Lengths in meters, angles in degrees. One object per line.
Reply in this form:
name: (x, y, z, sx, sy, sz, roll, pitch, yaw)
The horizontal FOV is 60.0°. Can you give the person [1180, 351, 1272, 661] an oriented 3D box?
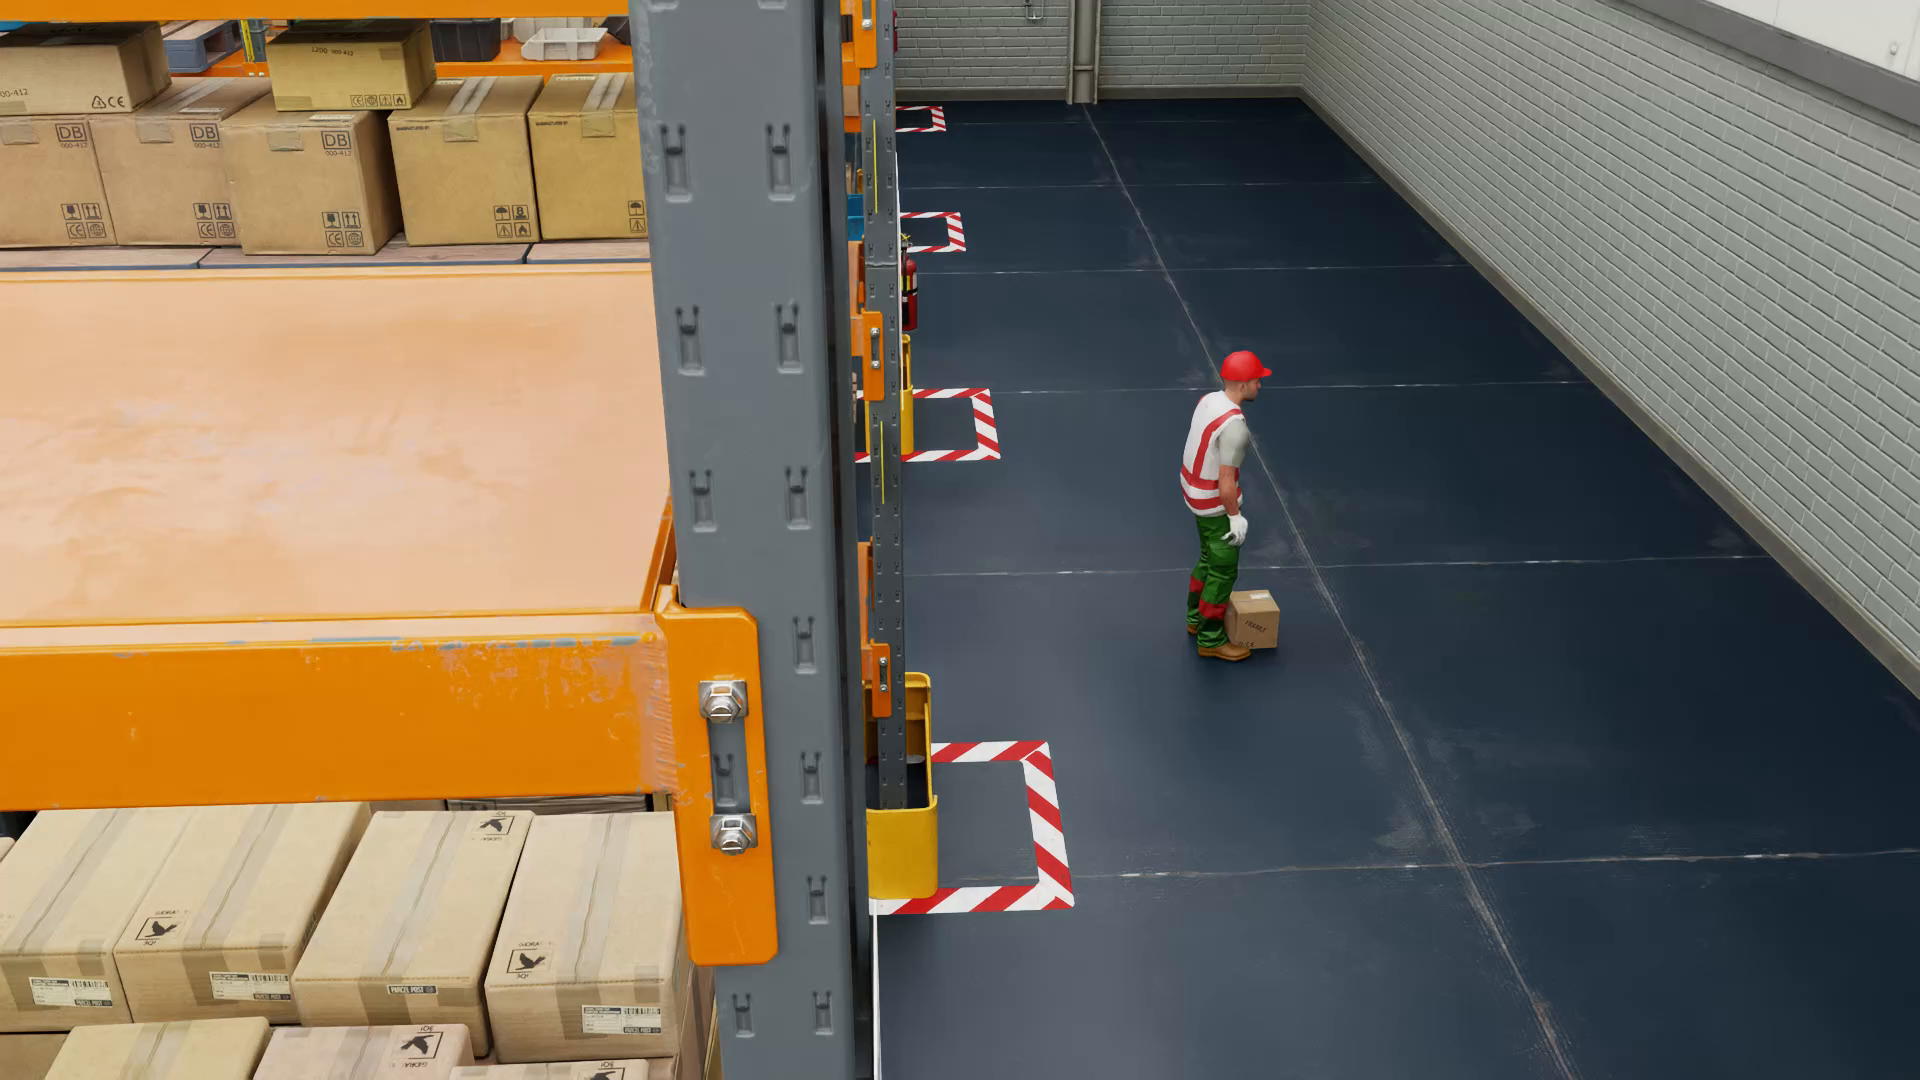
person: (1.478, -0.212, 9.375, 0.453, 1.778, 0.615, -3, 27, -6)
